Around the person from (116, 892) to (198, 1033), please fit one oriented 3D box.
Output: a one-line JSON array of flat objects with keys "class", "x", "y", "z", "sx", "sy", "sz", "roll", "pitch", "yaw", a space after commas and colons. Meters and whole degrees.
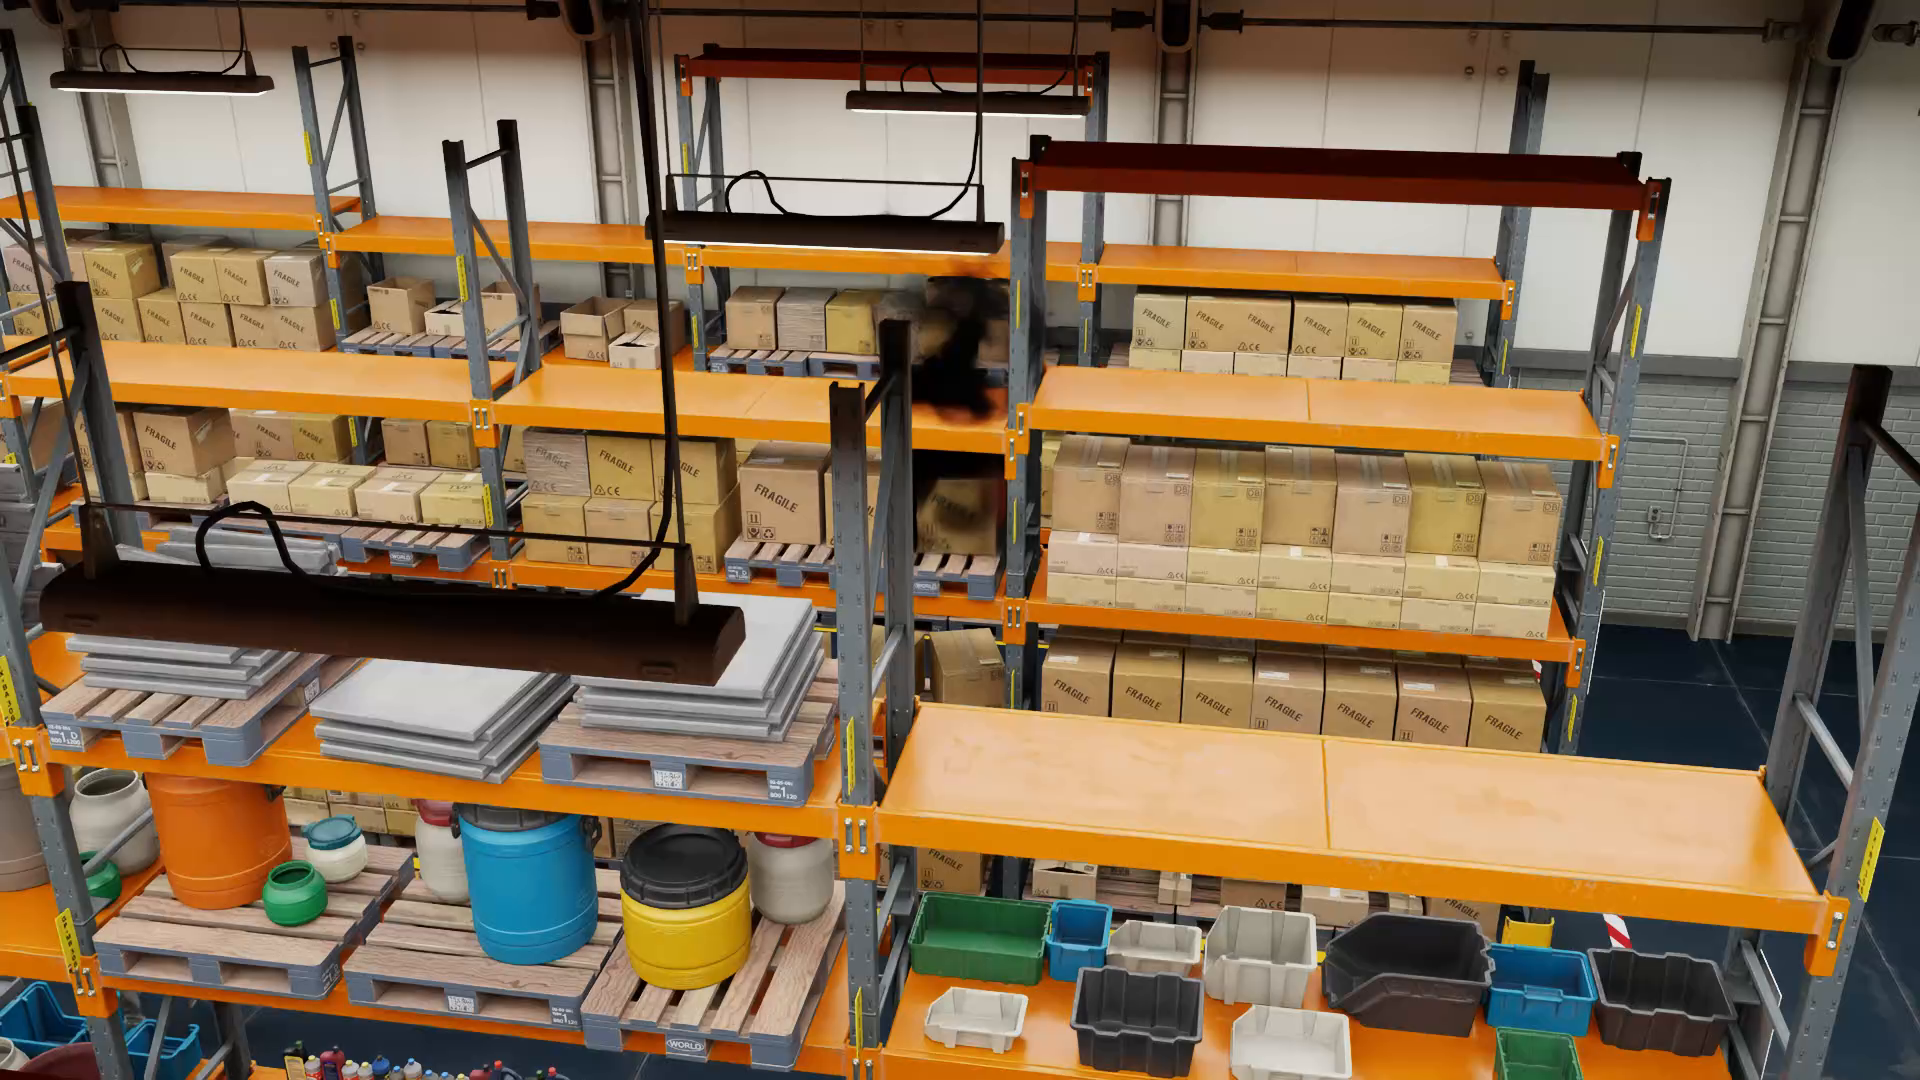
[{"class": "person", "x": -5.785, "y": 2.785, "z": 11.716, "sx": 0.747, "sy": 1.676, "sz": 0.617, "roll": -1, "pitch": 23, "yaw": -2}]
